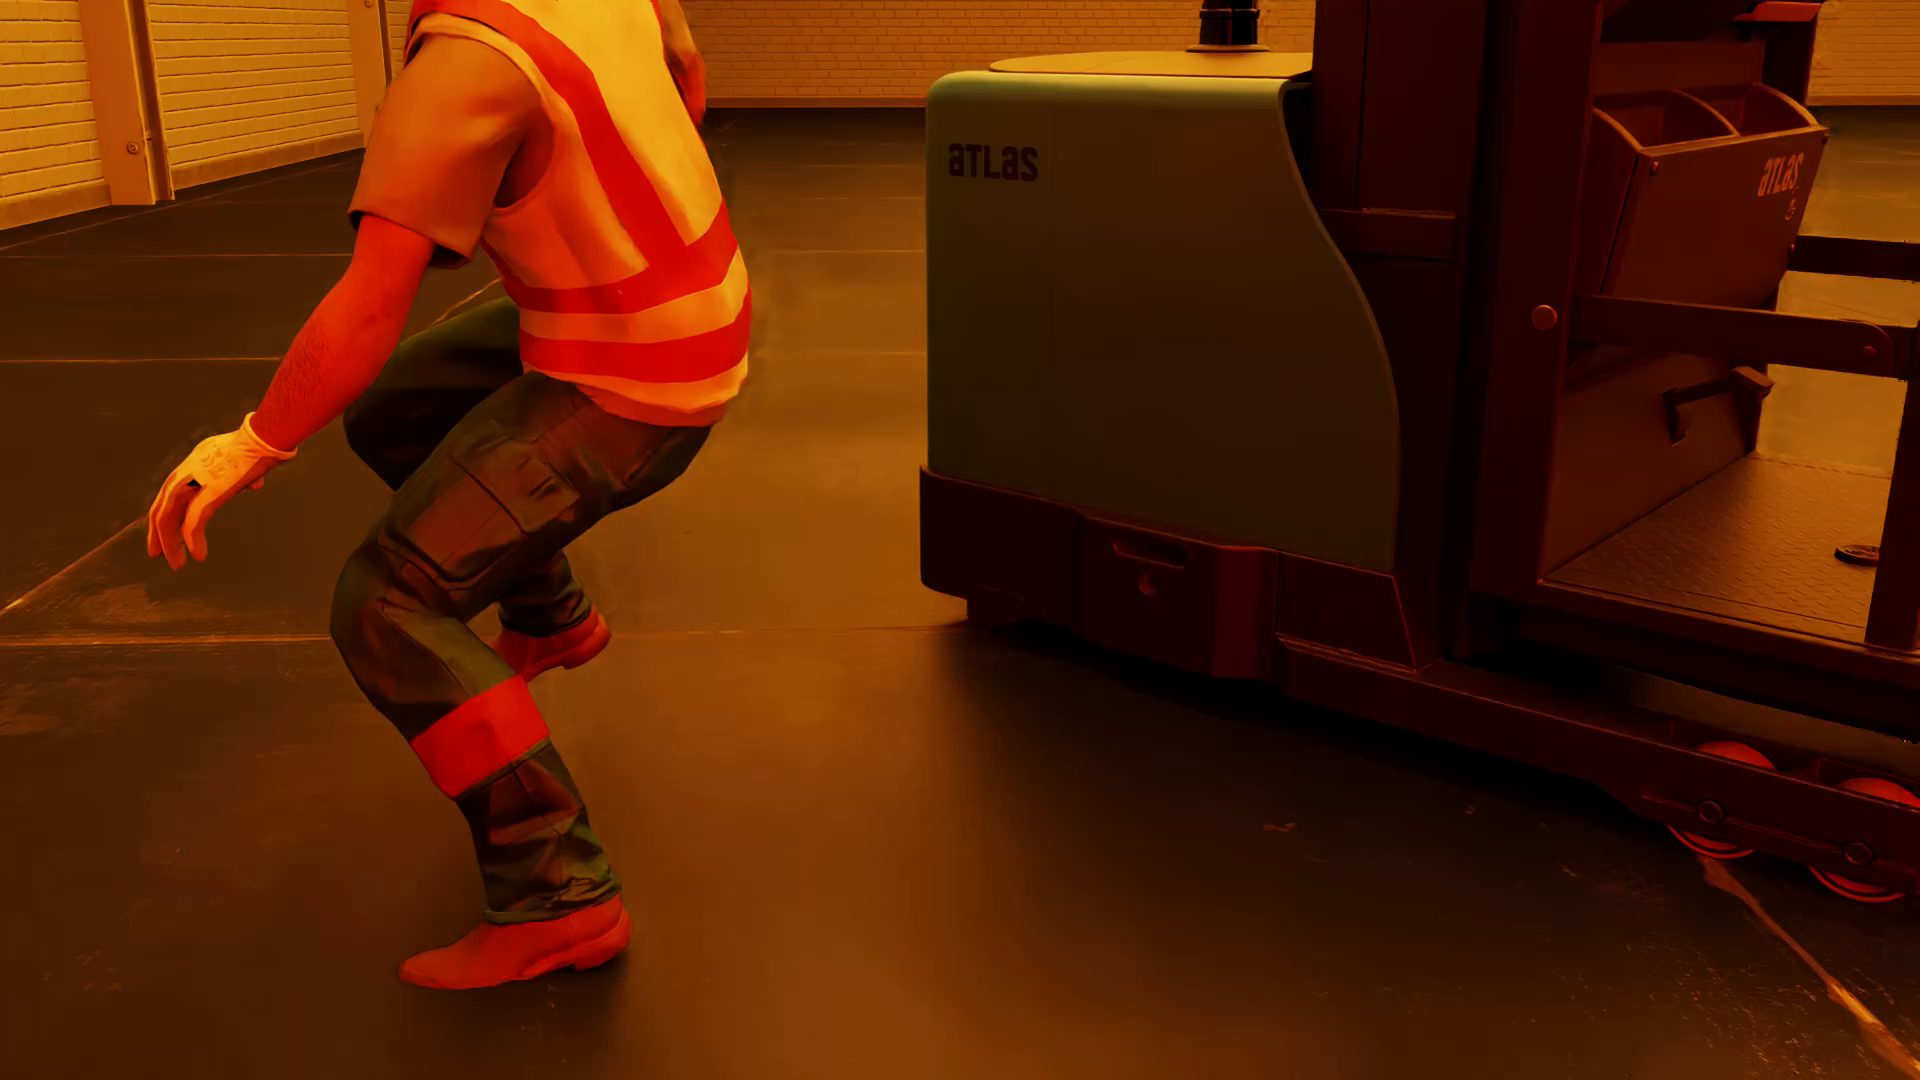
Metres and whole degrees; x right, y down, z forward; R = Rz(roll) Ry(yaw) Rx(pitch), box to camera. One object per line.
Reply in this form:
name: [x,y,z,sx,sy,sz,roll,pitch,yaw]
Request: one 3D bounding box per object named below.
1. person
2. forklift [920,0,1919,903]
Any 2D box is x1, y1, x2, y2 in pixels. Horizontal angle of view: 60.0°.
person: [-0.634,-0.259,2.257,0.678,1.539,0.833,0,17,0]
forklift: [1.367,-1.077,2.430,3.031,2.935,1.130,14,22,38]
